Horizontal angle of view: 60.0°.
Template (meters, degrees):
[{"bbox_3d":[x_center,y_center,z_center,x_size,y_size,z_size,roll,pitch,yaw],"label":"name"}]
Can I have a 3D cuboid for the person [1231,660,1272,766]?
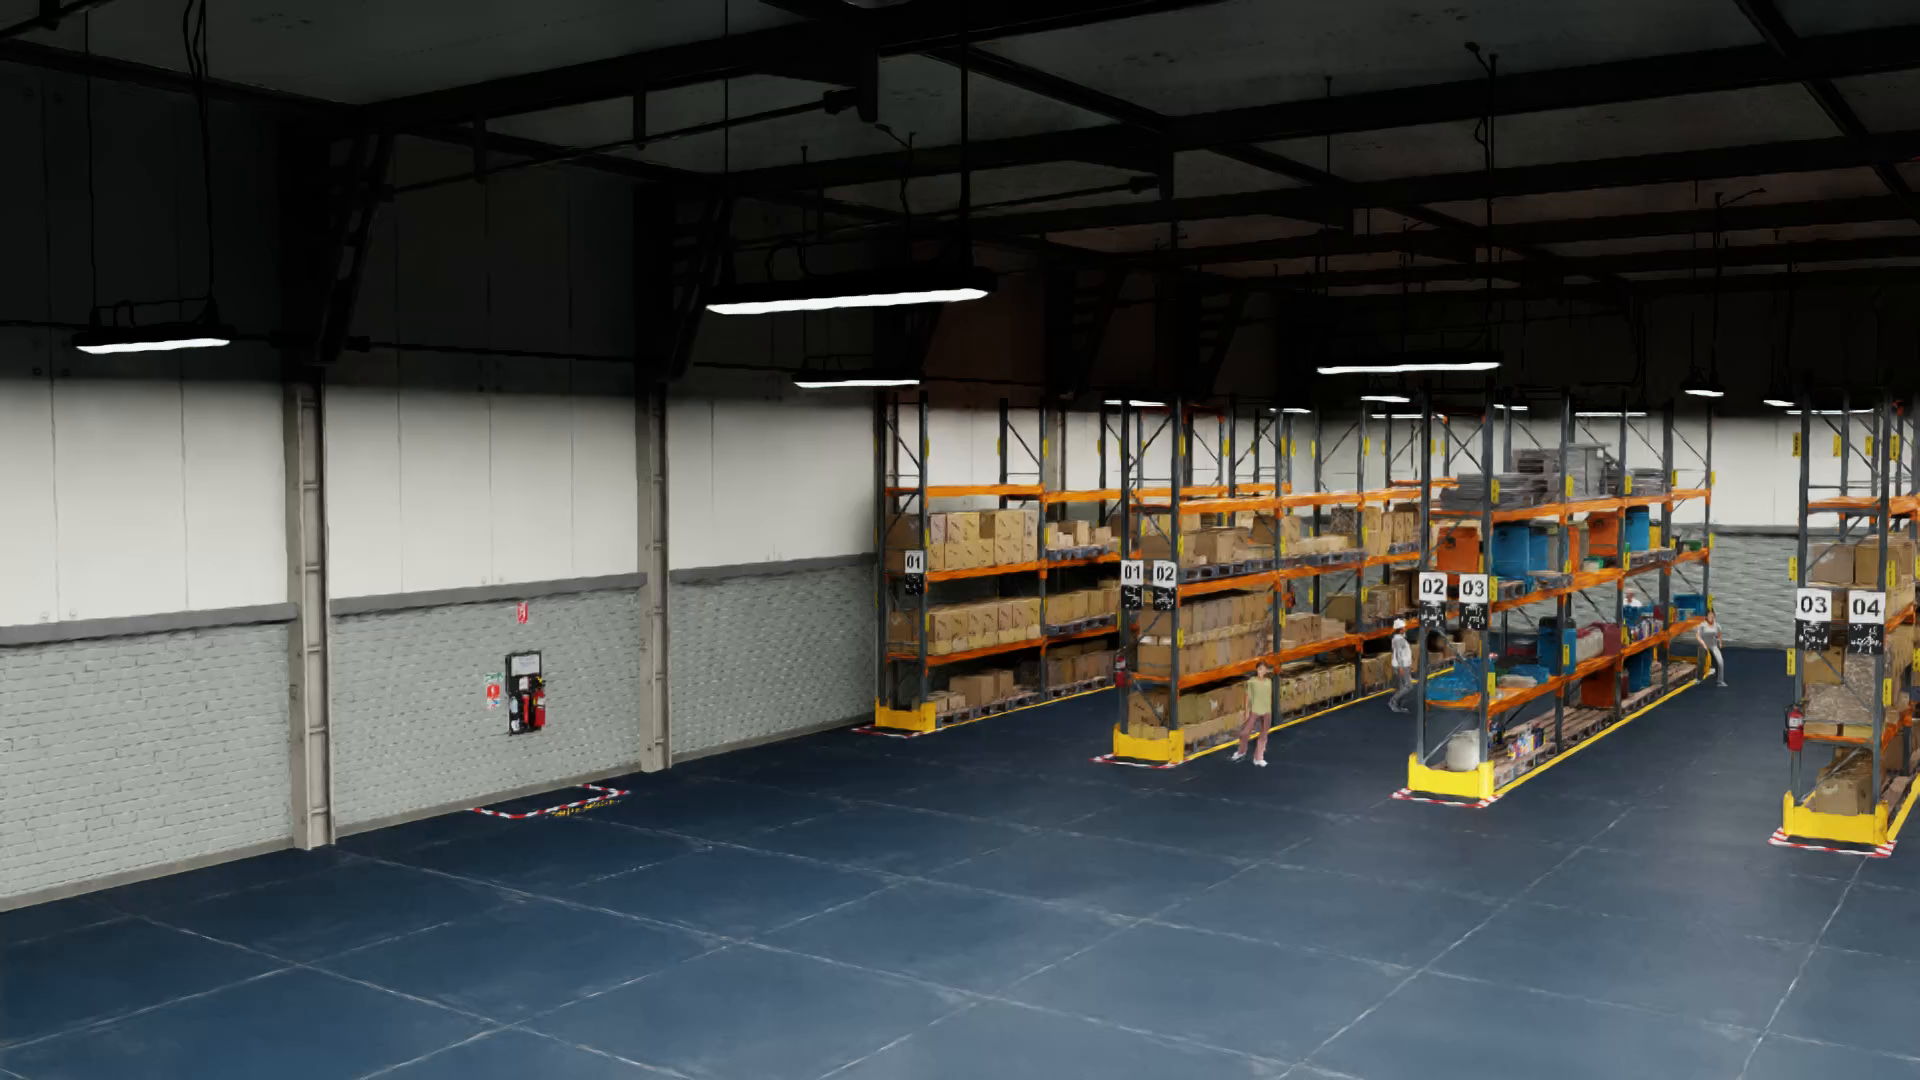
[{"bbox_3d":[4.612,2.712,26.233,0.632,1.664,0.484,0,3,-6],"label":"person"}]

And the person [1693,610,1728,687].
[{"bbox_3d":[15.741,2.255,34.890,0.613,1.607,0.808,1,3,17],"label":"person"}]

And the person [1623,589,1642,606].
[{"bbox_3d":[15.528,1.988,38.566,0.575,1.714,1.103,3,4,44],"label":"person"}]

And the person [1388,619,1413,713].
[{"bbox_3d":[8.281,2.378,31.313,0.443,1.770,0.569,1,3,9],"label":"person"}]
